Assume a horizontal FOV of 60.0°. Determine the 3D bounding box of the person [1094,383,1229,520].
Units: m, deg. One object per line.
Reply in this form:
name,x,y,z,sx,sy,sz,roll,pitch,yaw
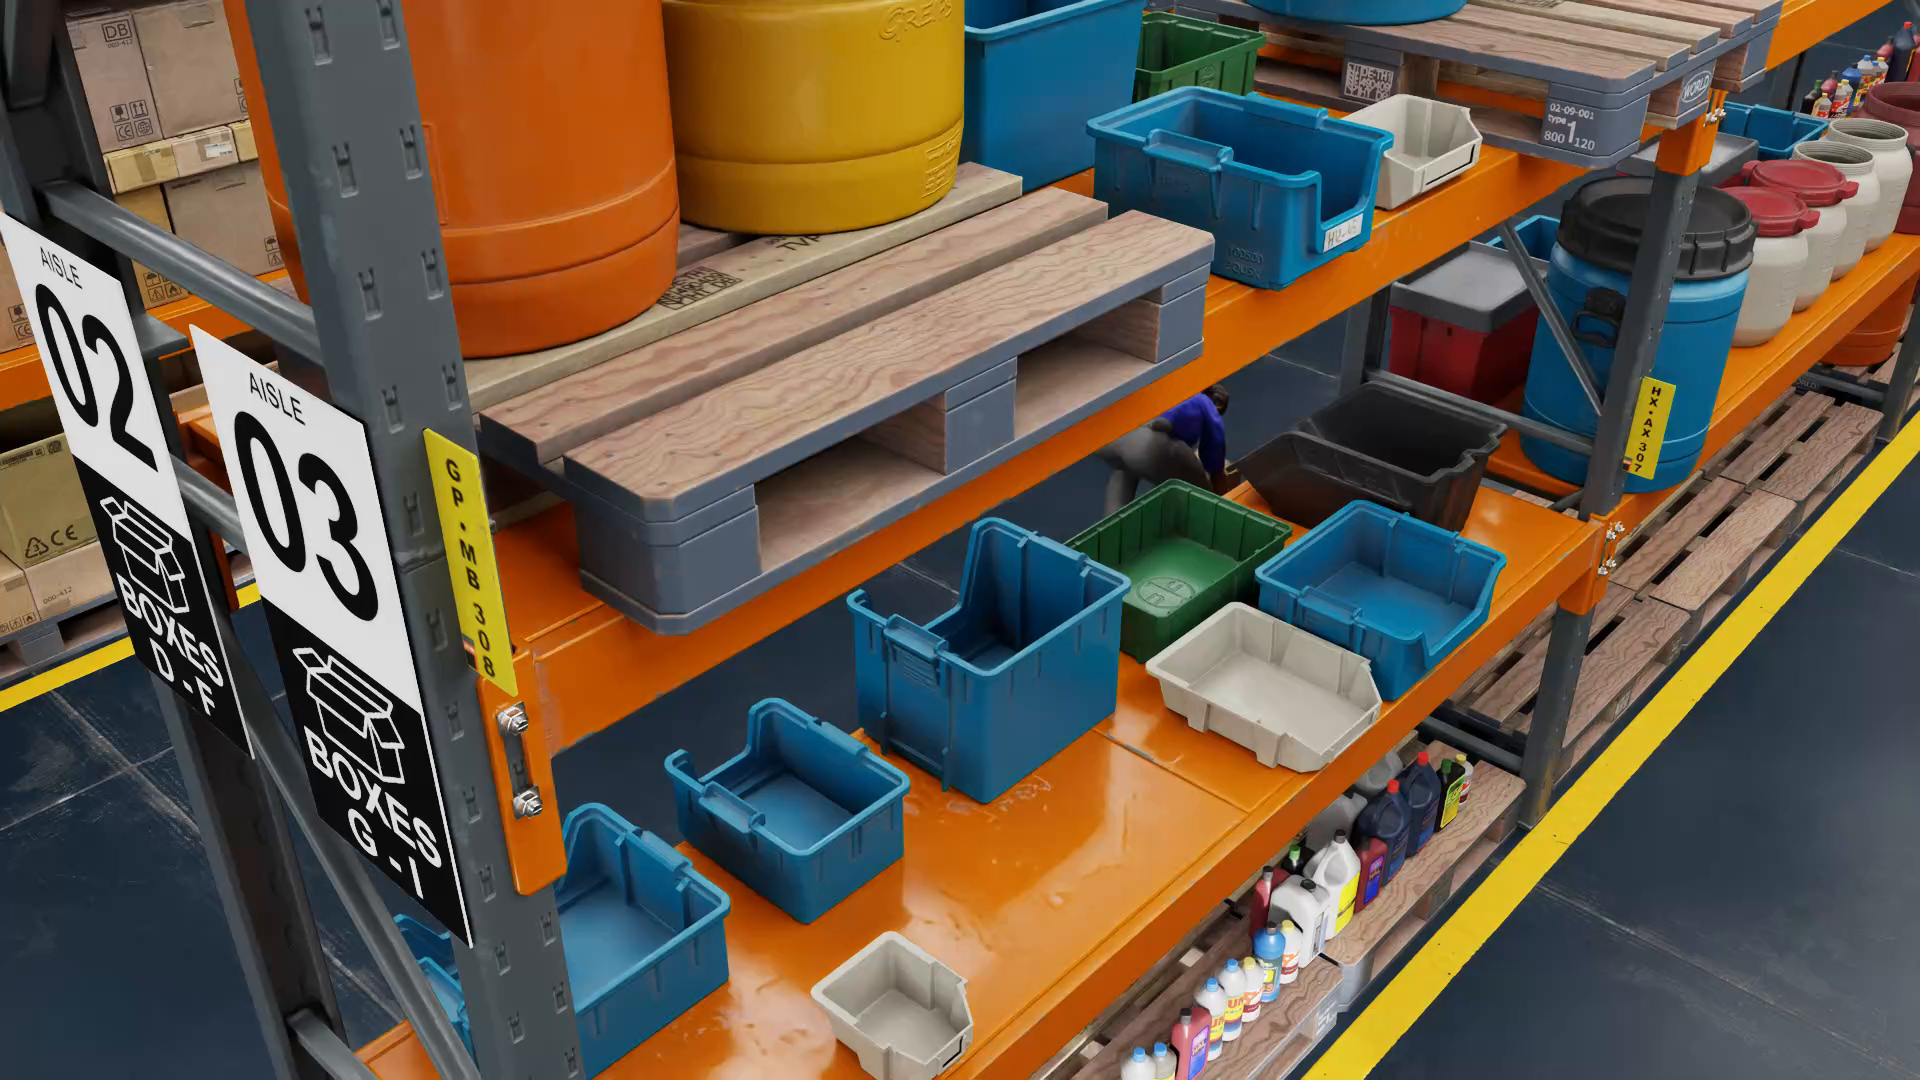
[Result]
person,0.918,-0.322,7.426,0.465,0.864,0.866,23,38,33
